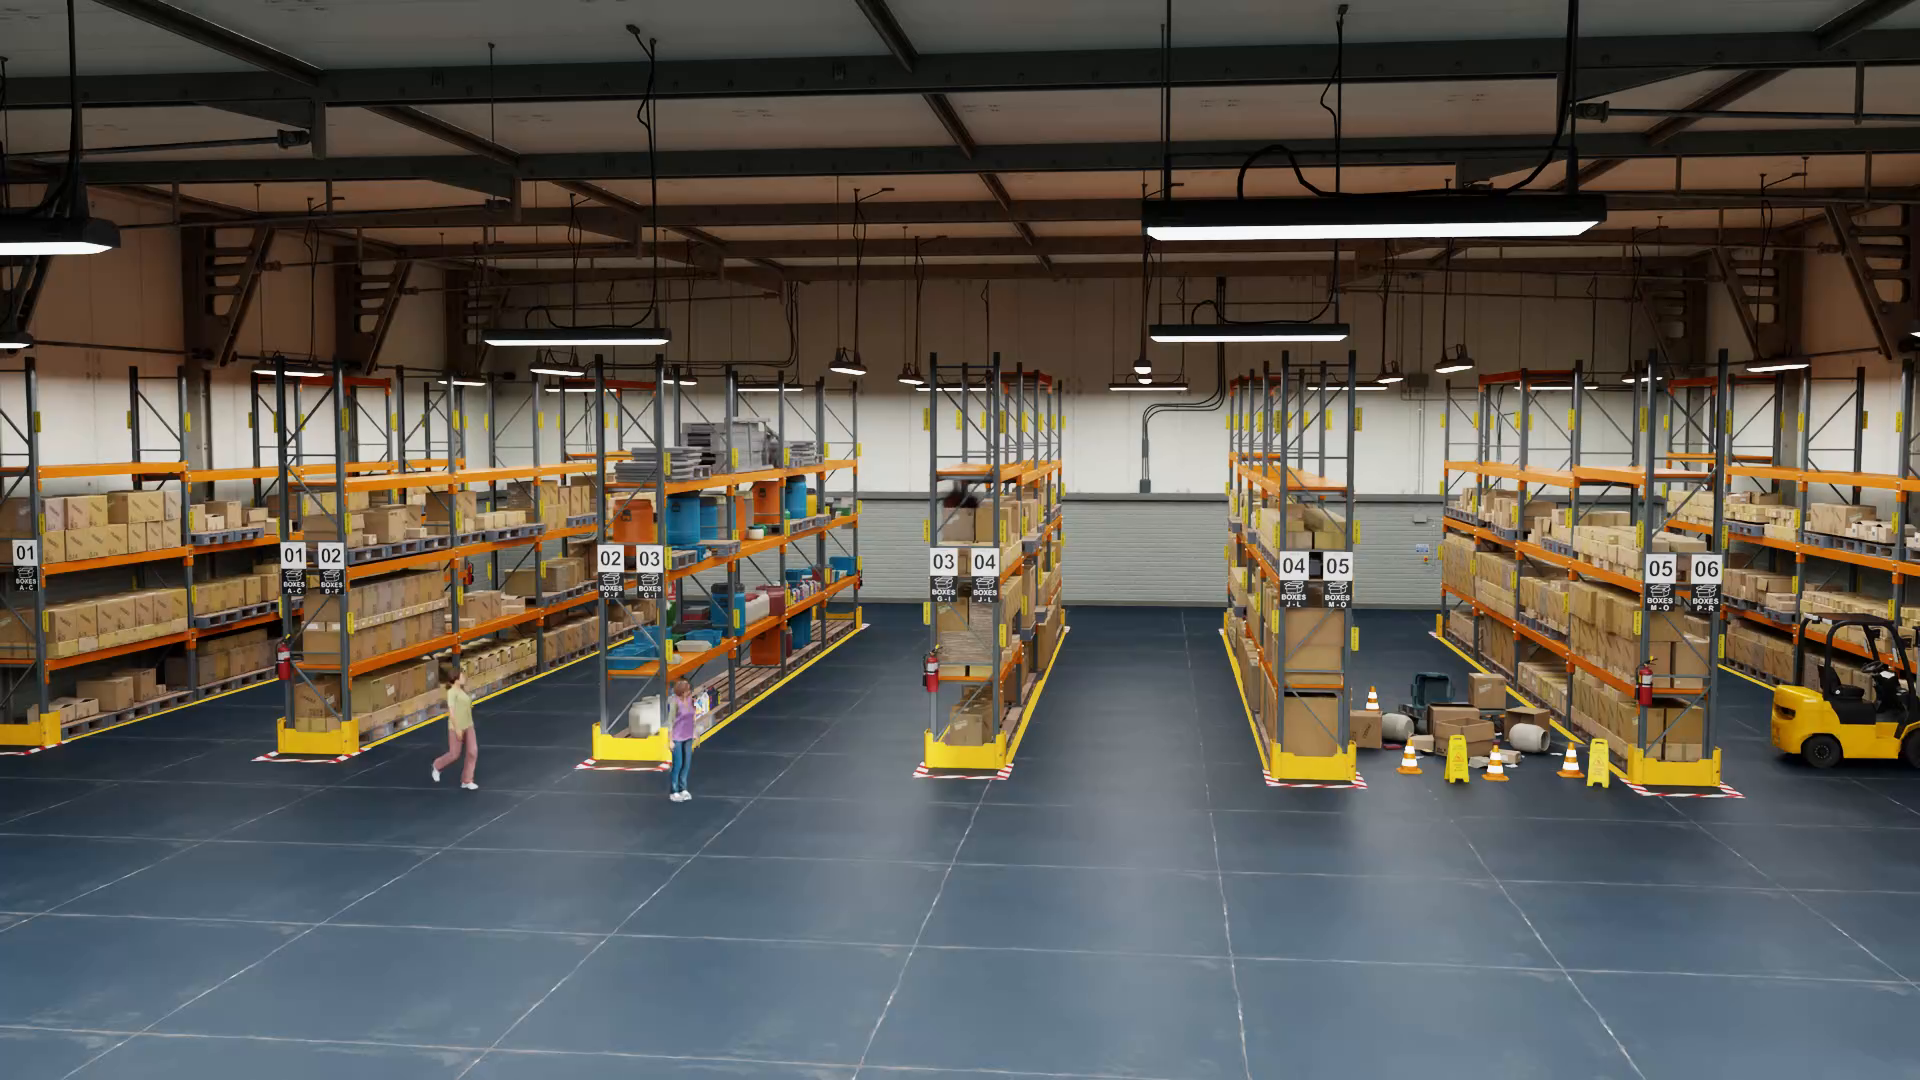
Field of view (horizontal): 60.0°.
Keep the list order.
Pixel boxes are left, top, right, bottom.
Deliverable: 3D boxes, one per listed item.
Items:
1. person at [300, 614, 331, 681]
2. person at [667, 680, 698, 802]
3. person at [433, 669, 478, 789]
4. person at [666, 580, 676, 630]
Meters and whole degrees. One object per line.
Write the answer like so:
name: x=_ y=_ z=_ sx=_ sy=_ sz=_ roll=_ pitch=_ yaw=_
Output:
person: x=-11.925 y=1.936 z=30.802 sx=0.535 sy=1.732 sz=1.068 roll=0 pitch=4 yaw=2
person: x=-3.697 y=2.650 z=22.023 sx=0.339 sy=1.610 sz=0.448 roll=2 pitch=5 yaw=31
person: x=-6.886 y=2.568 z=22.732 sx=0.750 sy=1.630 sz=0.430 roll=3 pitch=5 yaw=34
person: x=-6.554 y=1.420 z=37.859 sx=0.422 sy=1.790 sz=0.630 roll=0 pitch=4 yaw=6
